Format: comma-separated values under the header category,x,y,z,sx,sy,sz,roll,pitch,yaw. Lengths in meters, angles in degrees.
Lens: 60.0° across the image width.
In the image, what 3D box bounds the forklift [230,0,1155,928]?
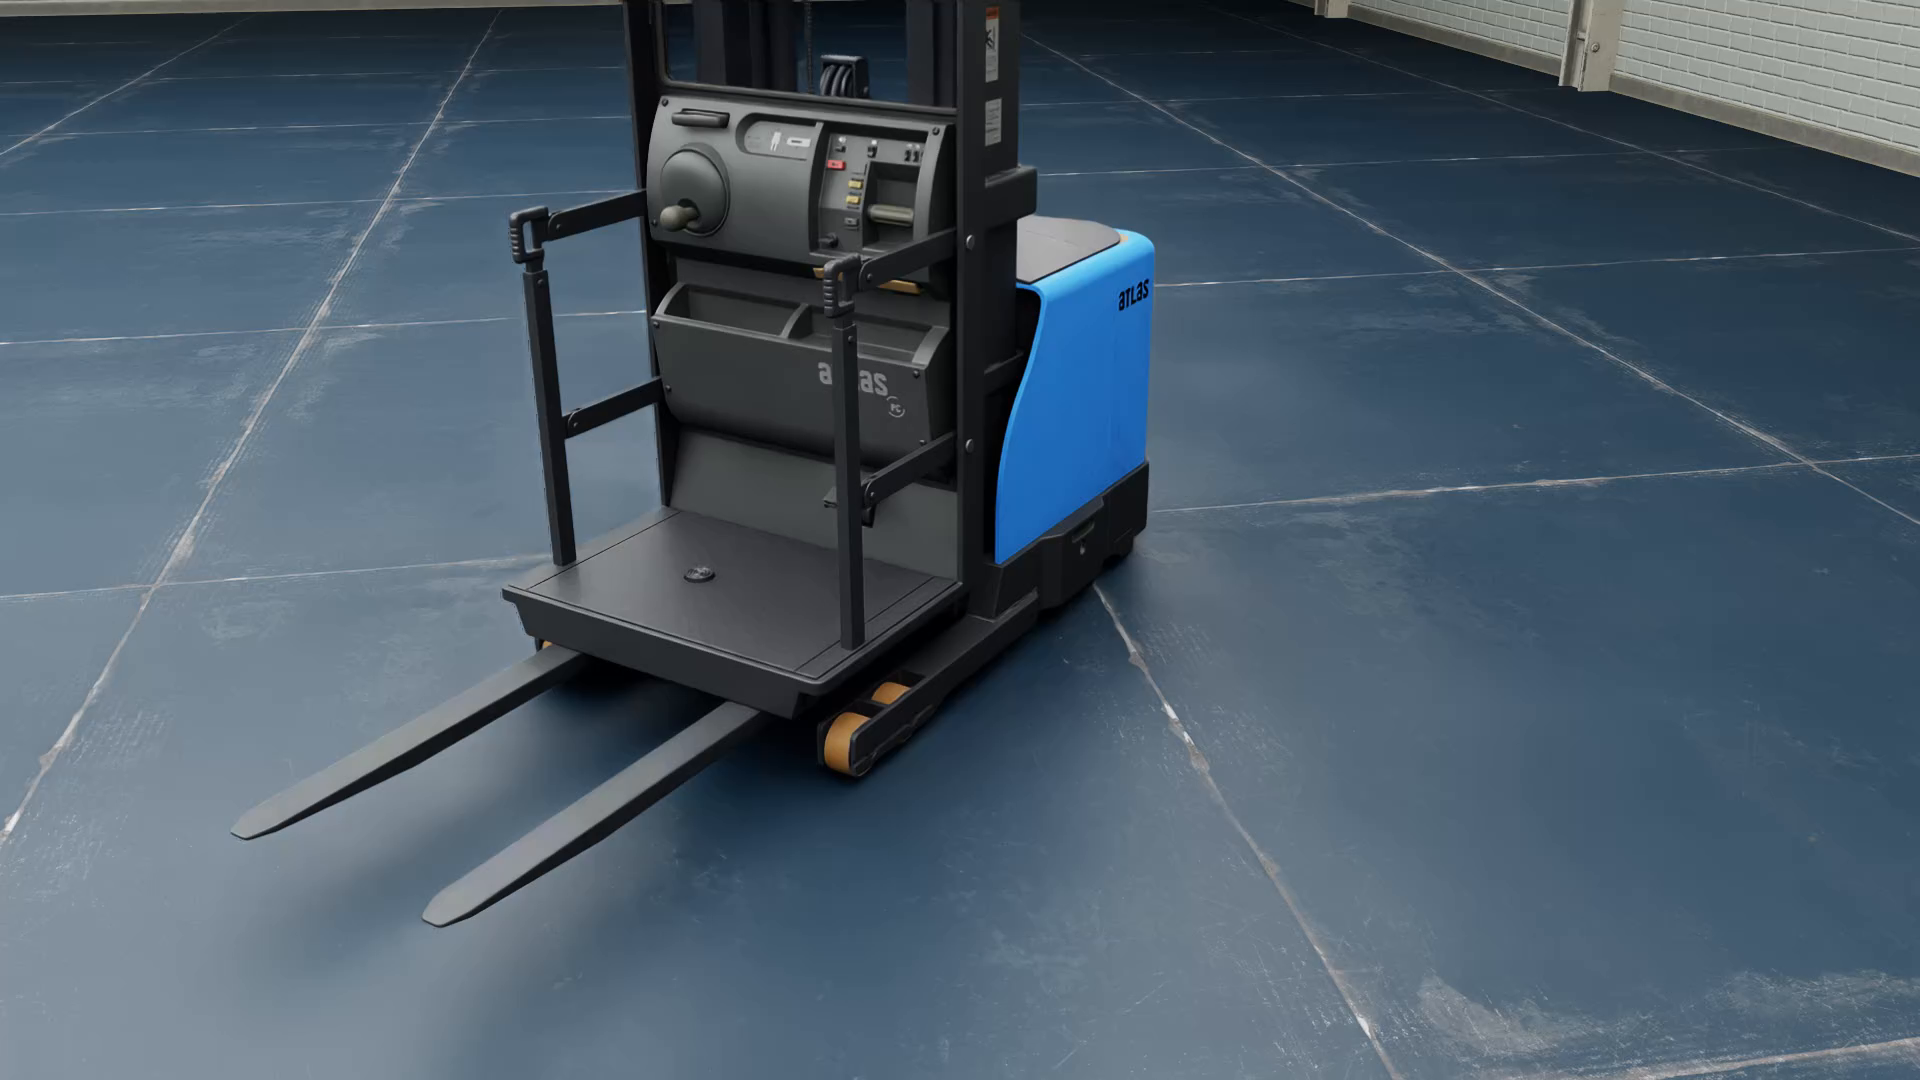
category,x,y,z,sx,sy,sz,roll,pitch,yaw
forklift,-0.558,-0.938,4.235,1.130,2.935,3.031,14,27,28

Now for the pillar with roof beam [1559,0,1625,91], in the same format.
category,x,y,z,sx,sy,sz,roll,pitch,yaw
pillar with roof beam,1.496,-7.952,12.714,9.100,9.000,0.400,-4,24,-10

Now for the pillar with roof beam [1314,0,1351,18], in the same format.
category,x,y,z,sx,sy,sz,roll,pitch,yaw
pillar with roof beam,0.387,-10.312,18.118,9.100,9.000,0.400,-4,24,-10
